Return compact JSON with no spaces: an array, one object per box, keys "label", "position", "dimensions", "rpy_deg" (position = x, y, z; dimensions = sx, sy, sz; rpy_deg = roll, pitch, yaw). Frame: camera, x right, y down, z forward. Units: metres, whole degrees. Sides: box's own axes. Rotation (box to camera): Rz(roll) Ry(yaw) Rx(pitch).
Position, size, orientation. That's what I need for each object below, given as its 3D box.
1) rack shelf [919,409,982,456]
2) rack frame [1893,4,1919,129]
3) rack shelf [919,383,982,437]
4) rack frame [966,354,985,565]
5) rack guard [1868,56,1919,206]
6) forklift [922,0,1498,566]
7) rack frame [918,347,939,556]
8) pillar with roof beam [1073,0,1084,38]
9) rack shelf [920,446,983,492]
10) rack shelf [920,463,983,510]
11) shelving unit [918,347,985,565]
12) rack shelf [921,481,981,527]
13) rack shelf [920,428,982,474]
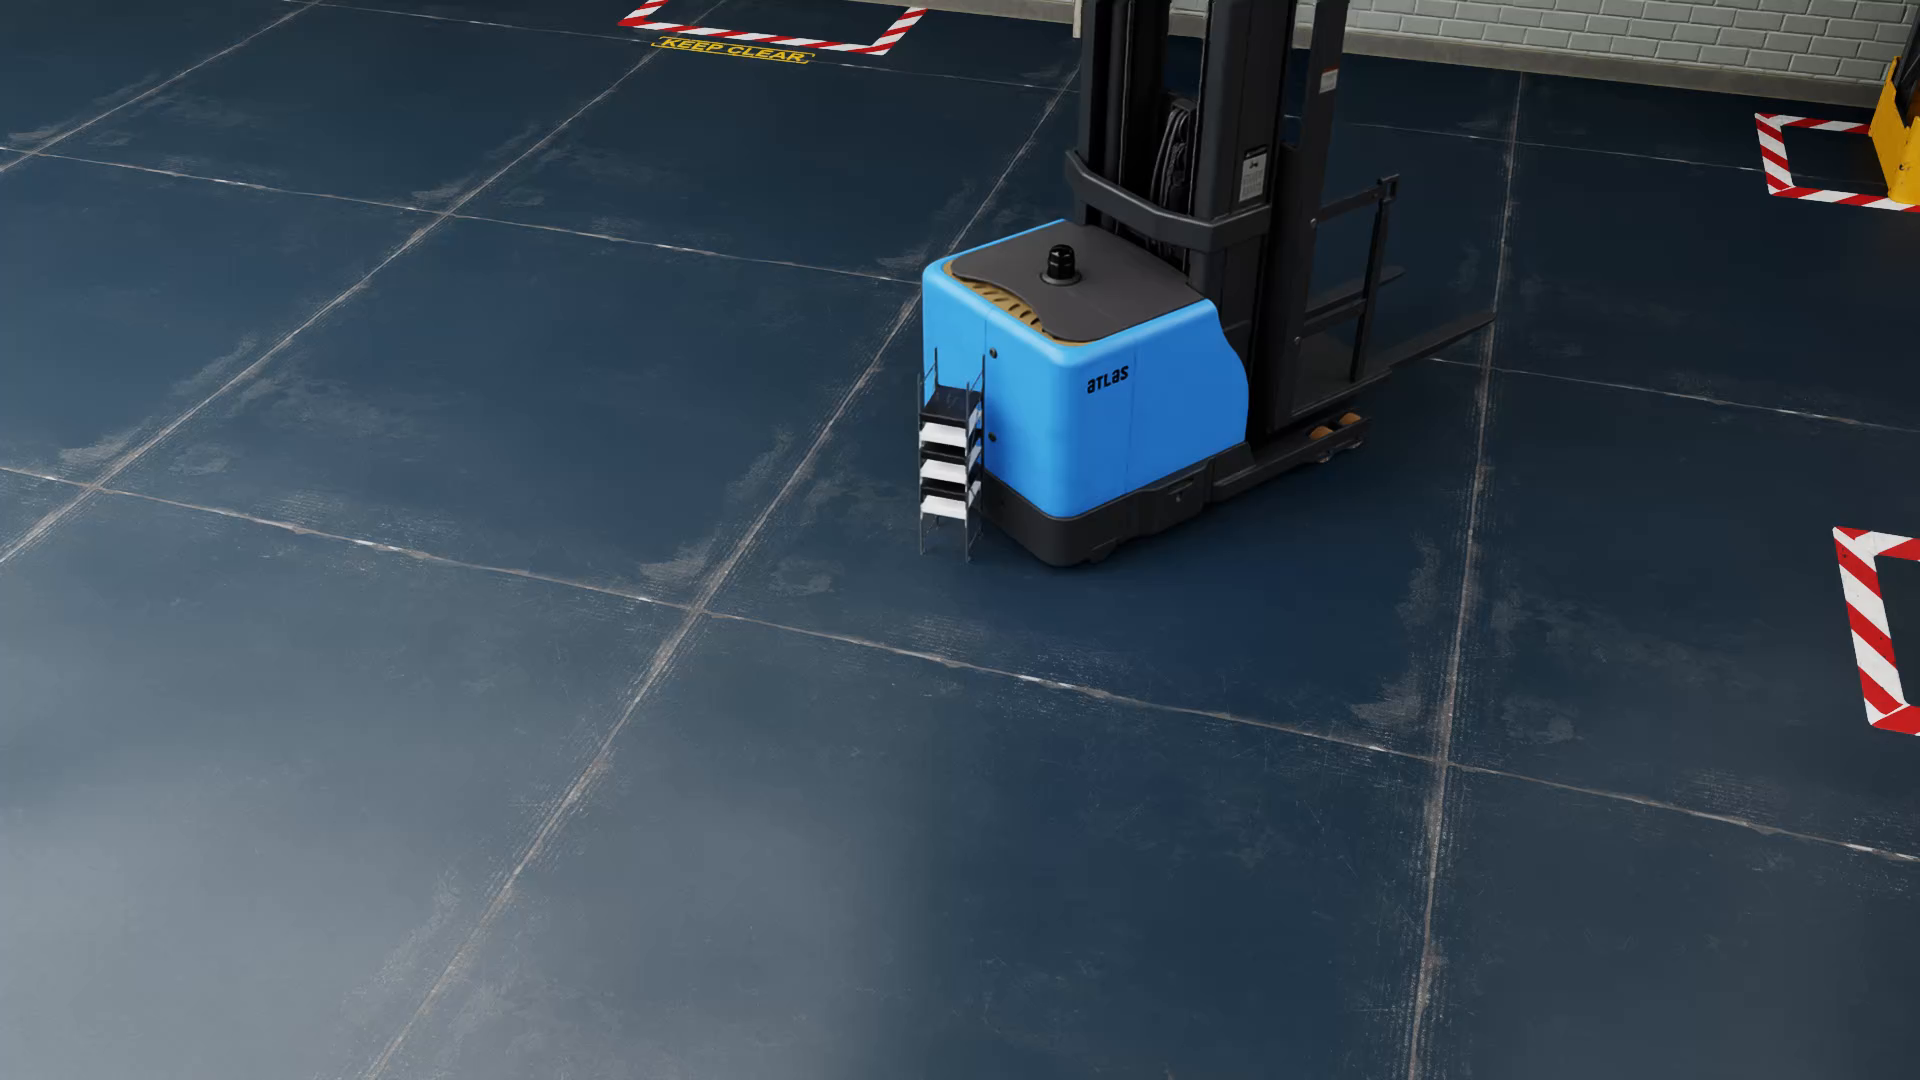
[{"label":"rack shelf","position":[-0.033,-0.461,6.870],"dimensions":[0.200,0.077,0.258],"rpy_deg":[11,38,14]},{"label":"rack frame","position":[5.870,-3.556,9.551],"dimensions":[0.127,3.000,1.000],"rpy_deg":[10,38,14]},{"label":"rack shelf","position":[-0.033,-0.534,6.816],"dimensions":[0.200,0.077,0.258],"rpy_deg":[11,38,14]},{"label":"rack frame","position":[0.064,-0.325,6.932],"dimensions":[0.006,0.900,0.240],"rpy_deg":[11,38,14]},{"label":"rack guard","position":[5.943,-2.536,10.274],"dimensions":[0.348,0.500,1.175],"rpy_deg":[10,38,14]},{"label":"forklift","position":[1.314,-1.770,7.182],"dimensions":[3.031,2.935,1.130],"rpy_deg":[-24,42,-29]},{"label":"rack frame","position":[-0.130,-0.361,6.981],"dimensions":[0.006,0.900,0.240],"rpy_deg":[11,38,14]},{"label":"pillar with roof beam","position":[-0.215,-4.963,6.401],"dimensions":[0.400,9.000,9.100],"rpy_deg":[10,38,14]},{"label":"rack shelf","position":[-0.033,-0.316,6.976],"dimensions":[0.200,0.077,0.258],"rpy_deg":[11,38,14]},{"label":"rack shelf","position":[-0.033,-0.244,7.030],"dimensions":[0.200,0.077,0.258],"rpy_deg":[11,38,14]},{"label":"shelving unit","position":[-0.033,-0.343,6.957],"dimensions":[0.210,0.900,0.258],"rpy_deg":[11,38,14]},{"label":"rack shelf","position":[-0.033,-0.171,7.083],"dimensions":[0.200,0.077,0.258],"rpy_deg":[11,38,14]},{"label":"rack shelf","position":[-0.033,-0.389,6.923],"dimensions":[0.200,0.077,0.258],"rpy_deg":[11,38,14]}]
